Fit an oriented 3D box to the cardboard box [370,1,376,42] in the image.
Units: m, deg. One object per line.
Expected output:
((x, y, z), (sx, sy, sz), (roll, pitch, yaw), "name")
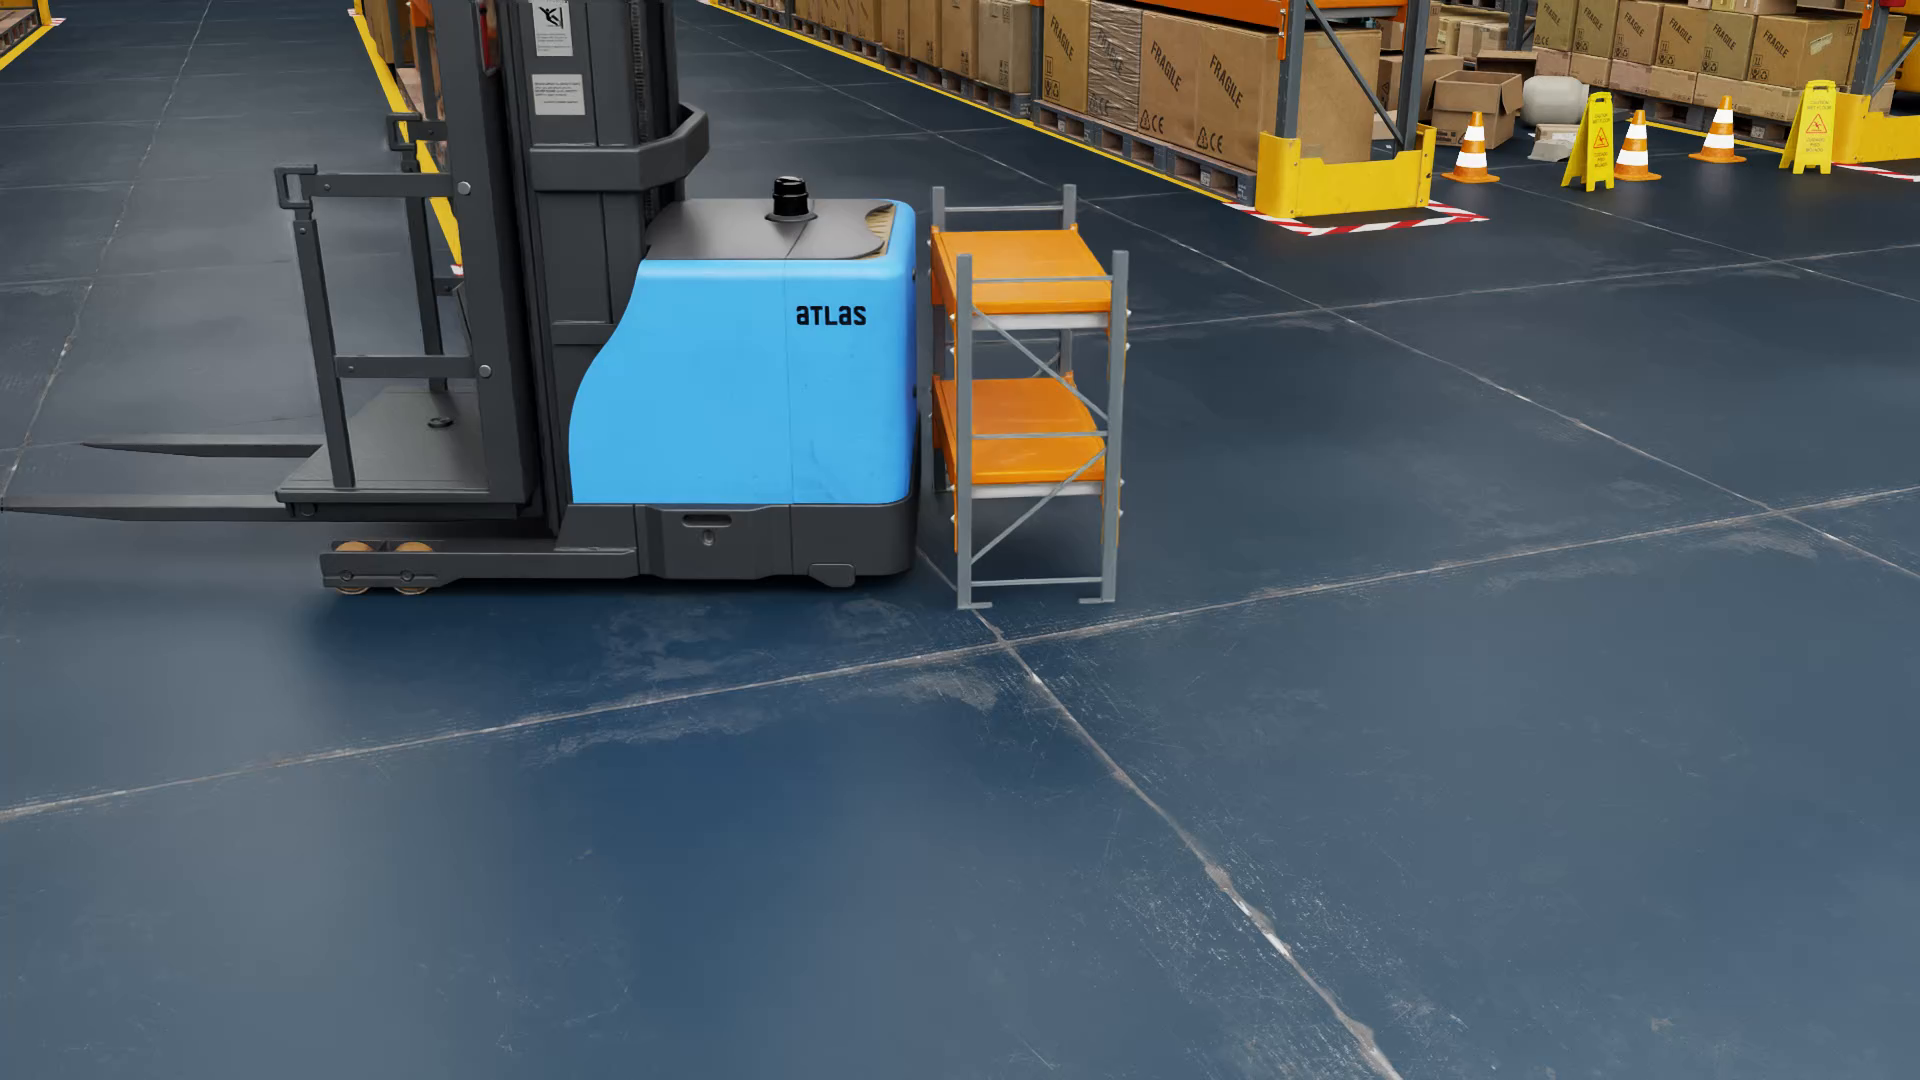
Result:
((-5.528, -5.635, 17.453), (1.225, 0.875, 0.875), (-8, 24, -19), "cardboard box")

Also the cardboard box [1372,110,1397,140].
((3.423, -3.401, 13.477), (0.396, 0.266, 0.258), (-4, 23, -10), "cardboard box")

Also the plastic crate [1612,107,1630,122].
((5.475, -3.720, 14.474), (0.402, 0.080, 0.583), (-18, 29, -37), "plastic crate")

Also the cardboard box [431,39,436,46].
((-3.931, -3.842, 13.655), (0.700, 0.500, 0.500), (-8, 24, -19), "cardboard box")

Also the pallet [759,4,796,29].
((-2.004, -6.894, 21.834), (1.003, 0.211, 1.213), (-8, 24, -19), "pallet")

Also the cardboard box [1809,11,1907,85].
((7.066, -3.907, 13.191), (0.500, 0.500, 0.500), (-9, 25, -21), "cardboard box")

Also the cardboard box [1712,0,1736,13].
((6.296, -4.337, 13.378), (0.380, 0.149, 0.250), (-8, 24, -18), "cardboard box")

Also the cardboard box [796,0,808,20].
((-1.721, -6.676, 20.406), (0.500, 0.500, 0.500), (-7, 24, -17), "cardboard box")

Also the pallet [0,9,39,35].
((-12.201, -6.480, 20.852), (1.003, 0.211, 1.213), (-8, 24, -19), "pallet")

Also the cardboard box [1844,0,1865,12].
((10.135, -5.718, 17.972), (0.875, 0.625, 0.625), (-7, 24, -17), "cardboard box")

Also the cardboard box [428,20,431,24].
((-4.535, -4.808, 14.982), (0.500, 0.250, 0.500), (-6, 23, -13), "cardboard box")

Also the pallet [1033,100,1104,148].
((1.288, -3.461, 13.689), (1.003, 0.211, 1.213), (-8, 24, -19), "pallet")

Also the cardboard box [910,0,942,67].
((0.123, -5.092, 16.326), (1.050, 0.750, 0.750), (-8, 24, -18), "cardboard box")

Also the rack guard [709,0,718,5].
((-3.120, -8.214, 24.594), (1.175, 0.500, 0.348), (-8, 24, -19), "rack guard")

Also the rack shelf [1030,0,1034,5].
((0.386, -5.428, 15.693), (1.077, 0.370, 4.000), (-8, 24, -19), "rack shelf")

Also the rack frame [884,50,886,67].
((-0.320, -6.486, 17.277), (1.000, 3.000, 0.127), (-8, 24, -19), "rack frame")

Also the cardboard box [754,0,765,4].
((-2.556, -7.291, 22.317), (0.380, 0.149, 0.250), (-8, 24, -19), "cardboard box")

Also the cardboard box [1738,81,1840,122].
((6.555, -3.487, 13.161), (0.500, 0.250, 0.500), (-8, 24, -19), "cardboard box")

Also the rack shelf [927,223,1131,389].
((0.197, -0.782, 5.403), (0.538, 0.278, 1.000), (-2, 23, -5), "rack shelf")

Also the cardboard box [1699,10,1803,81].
((6.386, -4.012, 13.440), (0.500, 0.500, 0.500), (-7, 24, -17), "cardboard box")

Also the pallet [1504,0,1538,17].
((8.261, -7.319, 22.842), (1.003, 0.211, 1.213), (-8, 24, -19), "pallet")

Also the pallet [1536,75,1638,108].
((5.958, -4.225, 15.501), (1.003, 0.211, 1.213), (-8, 24, -19), "pallet")

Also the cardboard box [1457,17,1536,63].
((5.500, -4.922, 16.407), (0.950, 0.372, 0.625), (-8, 24, -18), "cardboard box")

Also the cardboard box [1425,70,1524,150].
((4.112, -3.436, 13.254), (0.637, 0.503, 0.797), (12, 26, 27), "cardboard box")

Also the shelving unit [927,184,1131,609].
((0.197, -0.512, 5.517), (0.538, 1.125, 1.048), (-2, 23, -5), "shelving unit")

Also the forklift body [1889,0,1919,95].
((9.367, -5.025, 14.904), (2.313, 2.155, 1.214), (-8, 24, -19), "forklift body")

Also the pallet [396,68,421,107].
((-4.722, -4.273, 15.617), (1.003, 0.211, 1.213), (-8, 24, -19), "pallet")

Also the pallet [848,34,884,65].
((-0.595, -5.485, 18.493), (1.003, 0.211, 1.213), (-8, 24, -19), "pallet")

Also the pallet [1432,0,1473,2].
((7.262, -8.302, 25.177), (1.003, 0.211, 1.213), (-8, 24, -19), "pallet")

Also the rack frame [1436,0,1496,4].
((7.504, -9.338, 24.043), (1.000, 3.000, 0.127), (-8, 24, -19), "rack frame")

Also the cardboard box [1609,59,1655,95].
((6.033, -4.039, 14.470), (0.500, 0.250, 0.500), (-9, 24, -20), "cardboard box")

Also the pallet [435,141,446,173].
((-3.313, -2.865, 12.275), (1.003, 0.211, 1.213), (-8, 24, -19), "pallet")

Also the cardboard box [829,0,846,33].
((-1.179, -6.110, 19.063), (0.500, 0.500, 0.500), (-9, 25, -21), "cardboard box")

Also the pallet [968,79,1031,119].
((0.750, -4.018, 15.011), (1.003, 0.211, 1.213), (-8, 24, -19), "pallet")

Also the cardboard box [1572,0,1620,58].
((5.844, -4.576, 14.780), (0.500, 0.500, 0.500), (-7, 24, -17), "cardboard box")

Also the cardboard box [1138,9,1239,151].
((1.892, -3.351, 12.032), (0.875, 0.875, 0.875), (-9, 24, -20), "cardboard box")

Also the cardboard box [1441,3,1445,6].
((4.733, -5.711, 18.281), (0.950, 0.372, 0.625), (-9, 24, -20), "cardboard box")

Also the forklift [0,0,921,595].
((-1.663, -1.380, 5.250), (3.031, 2.935, 1.130), (0, 23, 1), "forklift")

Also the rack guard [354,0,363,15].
((-7.831, -7.606, 23.152), (1.175, 0.500, 0.348), (-8, 24, -19), "rack guard")

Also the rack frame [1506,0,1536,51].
((5.688, -5.749, 15.527), (1.000, 3.000, 0.127), (-8, 24, -19), "rack frame")

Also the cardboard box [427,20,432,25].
((-4.533, -4.453, 15.104), (0.700, 0.500, 0.500), (-10, 25, -23), "cardboard box")

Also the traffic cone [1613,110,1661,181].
((4.824, -2.830, 11.868), (0.336, 0.463, 0.334), (-8, 24, -19), "traffic cone")

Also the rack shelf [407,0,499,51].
((-2.877, -3.331, 10.717), (1.077, 0.370, 4.000), (-8, 24, -19), "rack shelf")
